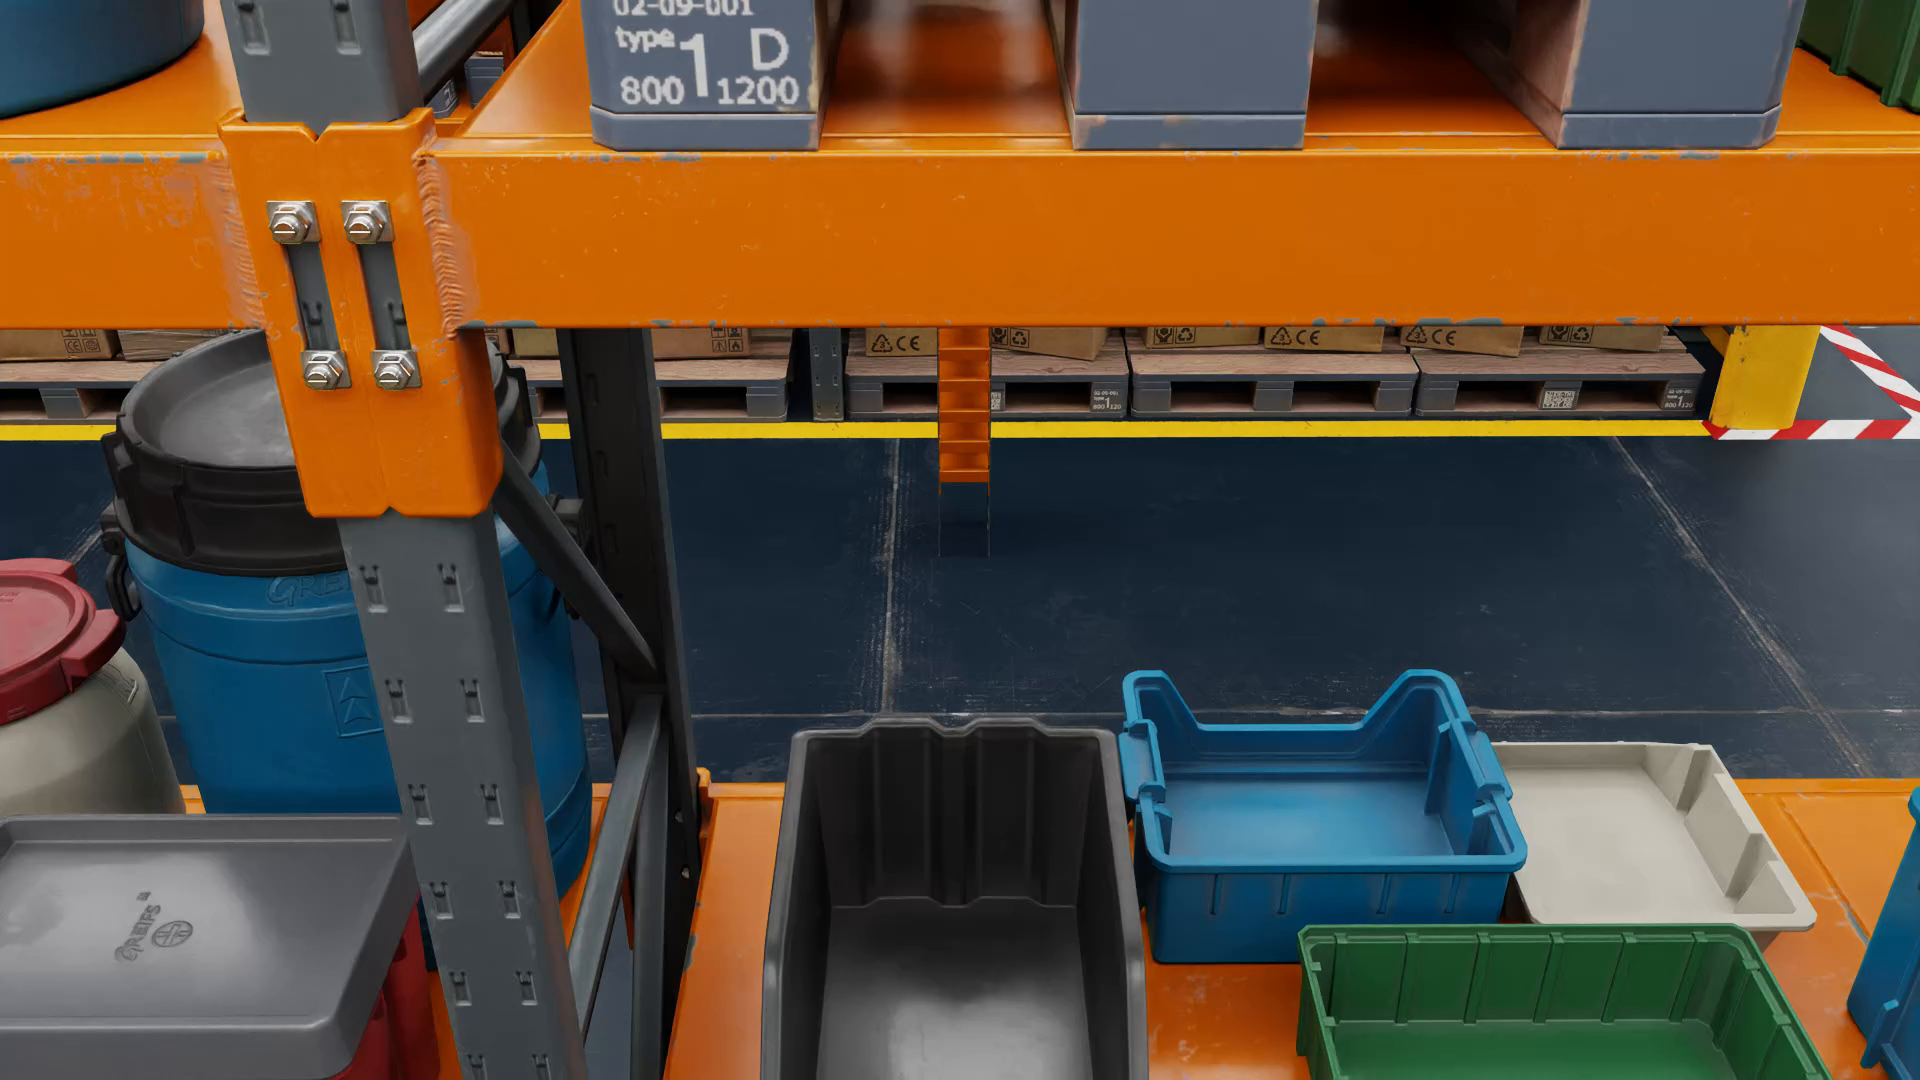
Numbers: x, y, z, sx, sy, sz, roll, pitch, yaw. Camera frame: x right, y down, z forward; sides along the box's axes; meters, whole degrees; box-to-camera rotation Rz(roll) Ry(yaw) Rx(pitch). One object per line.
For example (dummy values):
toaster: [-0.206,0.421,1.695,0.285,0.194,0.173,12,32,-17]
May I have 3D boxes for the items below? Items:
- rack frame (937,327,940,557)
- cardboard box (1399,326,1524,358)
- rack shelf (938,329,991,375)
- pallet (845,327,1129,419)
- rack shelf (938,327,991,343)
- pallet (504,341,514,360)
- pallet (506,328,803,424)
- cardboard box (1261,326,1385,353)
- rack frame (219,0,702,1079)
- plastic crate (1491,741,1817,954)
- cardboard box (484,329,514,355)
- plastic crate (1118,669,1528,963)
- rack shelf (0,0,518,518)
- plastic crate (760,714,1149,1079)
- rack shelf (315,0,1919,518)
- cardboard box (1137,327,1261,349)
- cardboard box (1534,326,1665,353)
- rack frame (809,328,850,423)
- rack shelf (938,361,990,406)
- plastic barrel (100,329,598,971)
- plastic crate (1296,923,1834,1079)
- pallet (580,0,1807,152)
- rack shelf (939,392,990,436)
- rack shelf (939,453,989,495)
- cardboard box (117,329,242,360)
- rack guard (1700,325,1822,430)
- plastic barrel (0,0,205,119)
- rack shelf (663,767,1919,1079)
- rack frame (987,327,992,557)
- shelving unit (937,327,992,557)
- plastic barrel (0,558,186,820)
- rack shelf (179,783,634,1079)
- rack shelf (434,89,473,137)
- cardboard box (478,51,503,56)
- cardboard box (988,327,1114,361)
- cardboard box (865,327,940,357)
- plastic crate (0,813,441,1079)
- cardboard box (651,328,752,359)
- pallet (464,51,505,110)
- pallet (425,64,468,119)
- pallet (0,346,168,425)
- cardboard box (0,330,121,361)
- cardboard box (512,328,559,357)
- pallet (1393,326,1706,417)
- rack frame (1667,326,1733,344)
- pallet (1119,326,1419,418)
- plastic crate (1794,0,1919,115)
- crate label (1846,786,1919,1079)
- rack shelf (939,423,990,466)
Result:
rack frame: [-0.077,-0.513,5.938,0.006,1.200,0.240,0,31,0]
cardboard box: [2.215,-1.150,7.259,0.500,0.500,0.500,8,32,13]
rack shelf: [0.014,-0.680,5.837,0.180,0.103,0.258,0,31,0]
pallet: [0.109,-0.868,7.477,1.213,0.211,1.003,0,31,0]
rack shelf: [0.014,-0.783,5.775,0.180,0.103,0.258,0,31,0]
pallet: [-2.564,-0.839,7.429,1.213,0.211,1.003,0,31,0]
pallet: [-1.341,-0.844,7.438,1.213,0.211,1.003,0,31,0]
cardboard box: [1.589,-1.158,7.272,0.500,0.500,0.500,3,31,4]
rack frame: [-0.533,0.528,2.488,0.053,2.616,0.949,0,31,0]
plastic crate: [1.090,0.506,2.779,0.437,0.136,0.530,0,31,0]
cardboard box: [-2.213,-1.175,7.280,0.500,0.500,0.700,-3,31,-5]
plastic crate: [0.572,0.449,2.762,0.616,0.251,0.499,0,31,0]
rack shelf: [-2.533,-0.439,1.884,4.000,0.370,1.077,0,31,0]
plastic crate: [-0.008,0.620,2.396,0.504,0.338,0.767,0,31,0]
rack shelf: [1.467,-0.452,1.904,4.000,0.370,1.077,0,31,0]
cardboard box: [1.031,-1.179,7.307,0.500,0.500,0.500,-3,31,-5]
cardboard box: [2.813,-1.170,7.291,0.500,0.500,0.500,5,32,9]
rack frame: [-0.563,-2.040,6.720,0.127,3.000,1.000,0,31,0]
rack shelf: [0.014,-0.578,5.900,0.180,0.103,0.258,0,31,0]
plastic barrel: [-0.921,0.159,2.613,0.708,0.901,0.600,0,31,0]
plastic crate: [0.826,0.762,2.306,0.662,0.188,0.450,0,31,0]
pallet: [0.188,-0.725,1.844,1.003,0.211,1.213,0,31,0]
rack shelf: [0.014,-0.475,5.962,0.180,0.103,0.258,0,31,0]
rack shelf: [0.014,-0.270,6.086,0.180,0.103,0.258,0,31,0]
cardboard box: [-3.338,-1.167,7.268,0.500,0.500,0.700,-3,31,-4]
rack guard: [3.361,-0.983,7.389,0.348,0.500,1.175,0,31,0]
plastic barrel: [-1.040,-0.853,1.389,0.708,0.901,0.600,0,31,0]
rack shelf: [1.467,0.831,2.682,4.000,0.370,1.077,0,31,0]
rack frame: [0.106,-0.513,5.939,0.006,1.200,0.240,0,31,0]
shelving unit: [0.014,-0.513,5.939,0.189,1.200,0.258,0,31,0]
plastic barrel: [-1.491,0.361,2.633,0.433,0.535,0.433,0,31,0]
rack shelf: [-2.533,0.843,2.662,4.000,0.370,1.077,0,31,0]
rack shelf: [-2.563,-1.726,6.896,4.000,0.370,1.077,0,31,0]
cardboard box: [-1.358,-2.546,6.571,1.000,1.000,1.000,0,31,0]
cardboard box: [0.410,-1.137,7.237,0.500,0.500,0.500,10,33,15]
cardboard box: [-0.162,-1.131,7.227,0.500,0.500,0.500,-1,31,-2]
plastic crate: [-1.015,0.662,2.205,0.583,0.464,0.402,0,31,0]
cardboard box: [-1.177,-1.168,7.270,0.500,0.500,0.700,-2,31,-4]
pallet: [-1.328,-2.031,6.890,1.213,0.211,1.003,0,31,0]
pallet: [-2.583,-1.973,6.794,1.213,0.211,1.003,0,31,0]
pallet: [-3.781,-0.837,7.425,1.213,0.211,1.003,0,31,0]
cardboard box: [-3.893,-1.159,7.254,0.500,0.500,0.700,-2,31,-3]
cardboard box: [-1.654,-1.177,7.283,0.500,0.500,0.700,0,31,-1]
pallet: [2.549,-0.876,7.490,1.213,0.211,1.003,0,31,0]
rack frame: [3.437,-2.052,6.741,0.127,3.000,1.000,0,31,0]
pallet: [1.332,-0.873,7.486,1.213,0.211,1.003,0,31,0]
plastic crate: [1.047,-0.526,1.538,0.450,0.188,0.336,0,31,0]
crate label: [1.628,0.648,2.256,0.616,0.435,0.502,0,31,0]
rack shelf: [0.014,-0.372,6.024,0.180,0.103,0.258,0,31,0]
